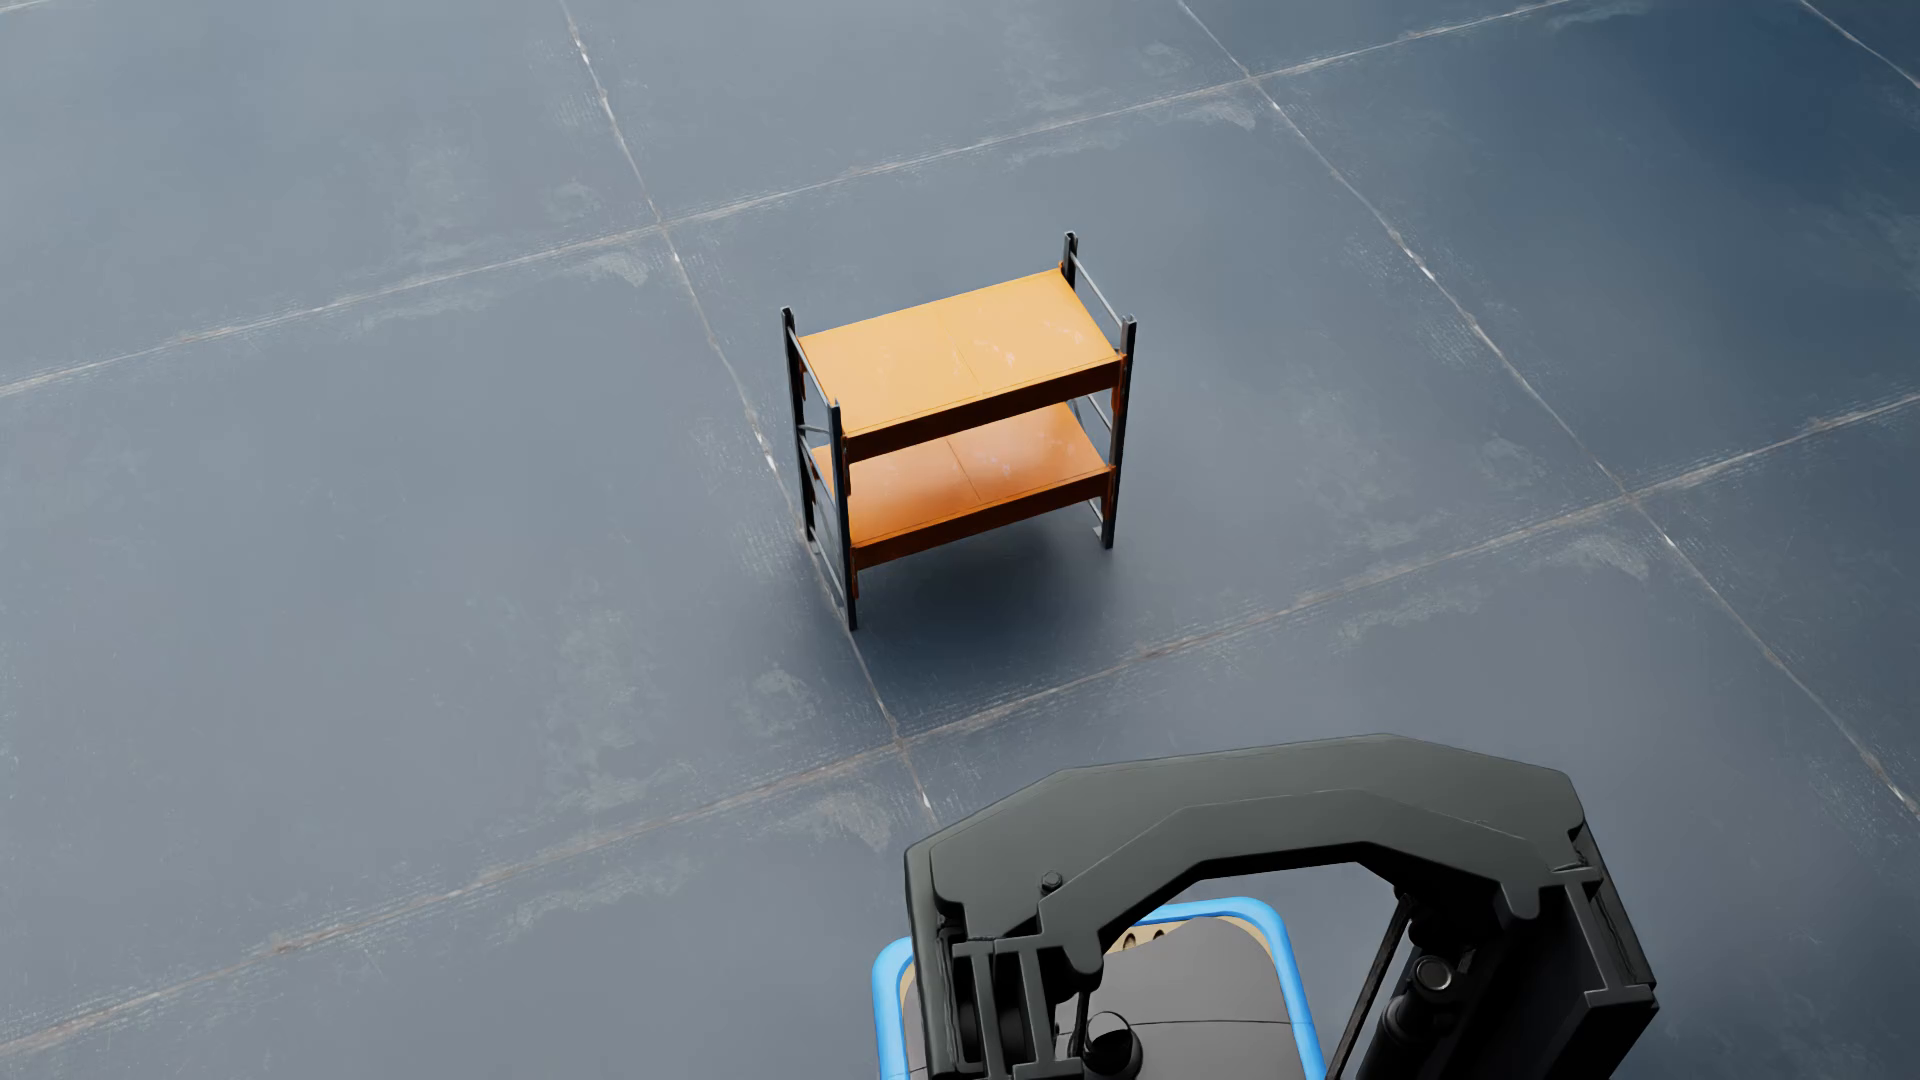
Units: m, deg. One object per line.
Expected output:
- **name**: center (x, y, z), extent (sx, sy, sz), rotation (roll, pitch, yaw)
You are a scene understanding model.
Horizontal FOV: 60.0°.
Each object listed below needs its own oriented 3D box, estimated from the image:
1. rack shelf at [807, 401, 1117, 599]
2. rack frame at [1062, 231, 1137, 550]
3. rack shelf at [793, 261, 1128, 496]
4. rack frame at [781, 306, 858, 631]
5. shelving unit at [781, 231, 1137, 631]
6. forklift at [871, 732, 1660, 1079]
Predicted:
- **rack shelf**: center (-0.006, -0.205, 6.007), extent (1.000, 0.278, 0.538), rotation (-17, 52, -14)
- **rack frame**: center (0.464, -0.510, 5.947), extent (0.032, 1.125, 0.500), rotation (-17, 52, -14)
- **rack shelf**: center (-0.006, -0.555, 5.600), extent (1.000, 0.278, 0.538), rotation (-17, 52, -14)
- **rack frame**: center (-0.477, -0.219, 5.696), extent (0.032, 1.125, 0.500), rotation (-17, 52, -14)
- **shelving unit**: center (-0.006, -0.365, 5.822), extent (1.048, 1.125, 0.538), rotation (-17, 52, -14)
- **forklift**: center (0.478, 1.775, 2.793), extent (1.130, 2.935, 3.031), rotation (-6, 50, -5)
